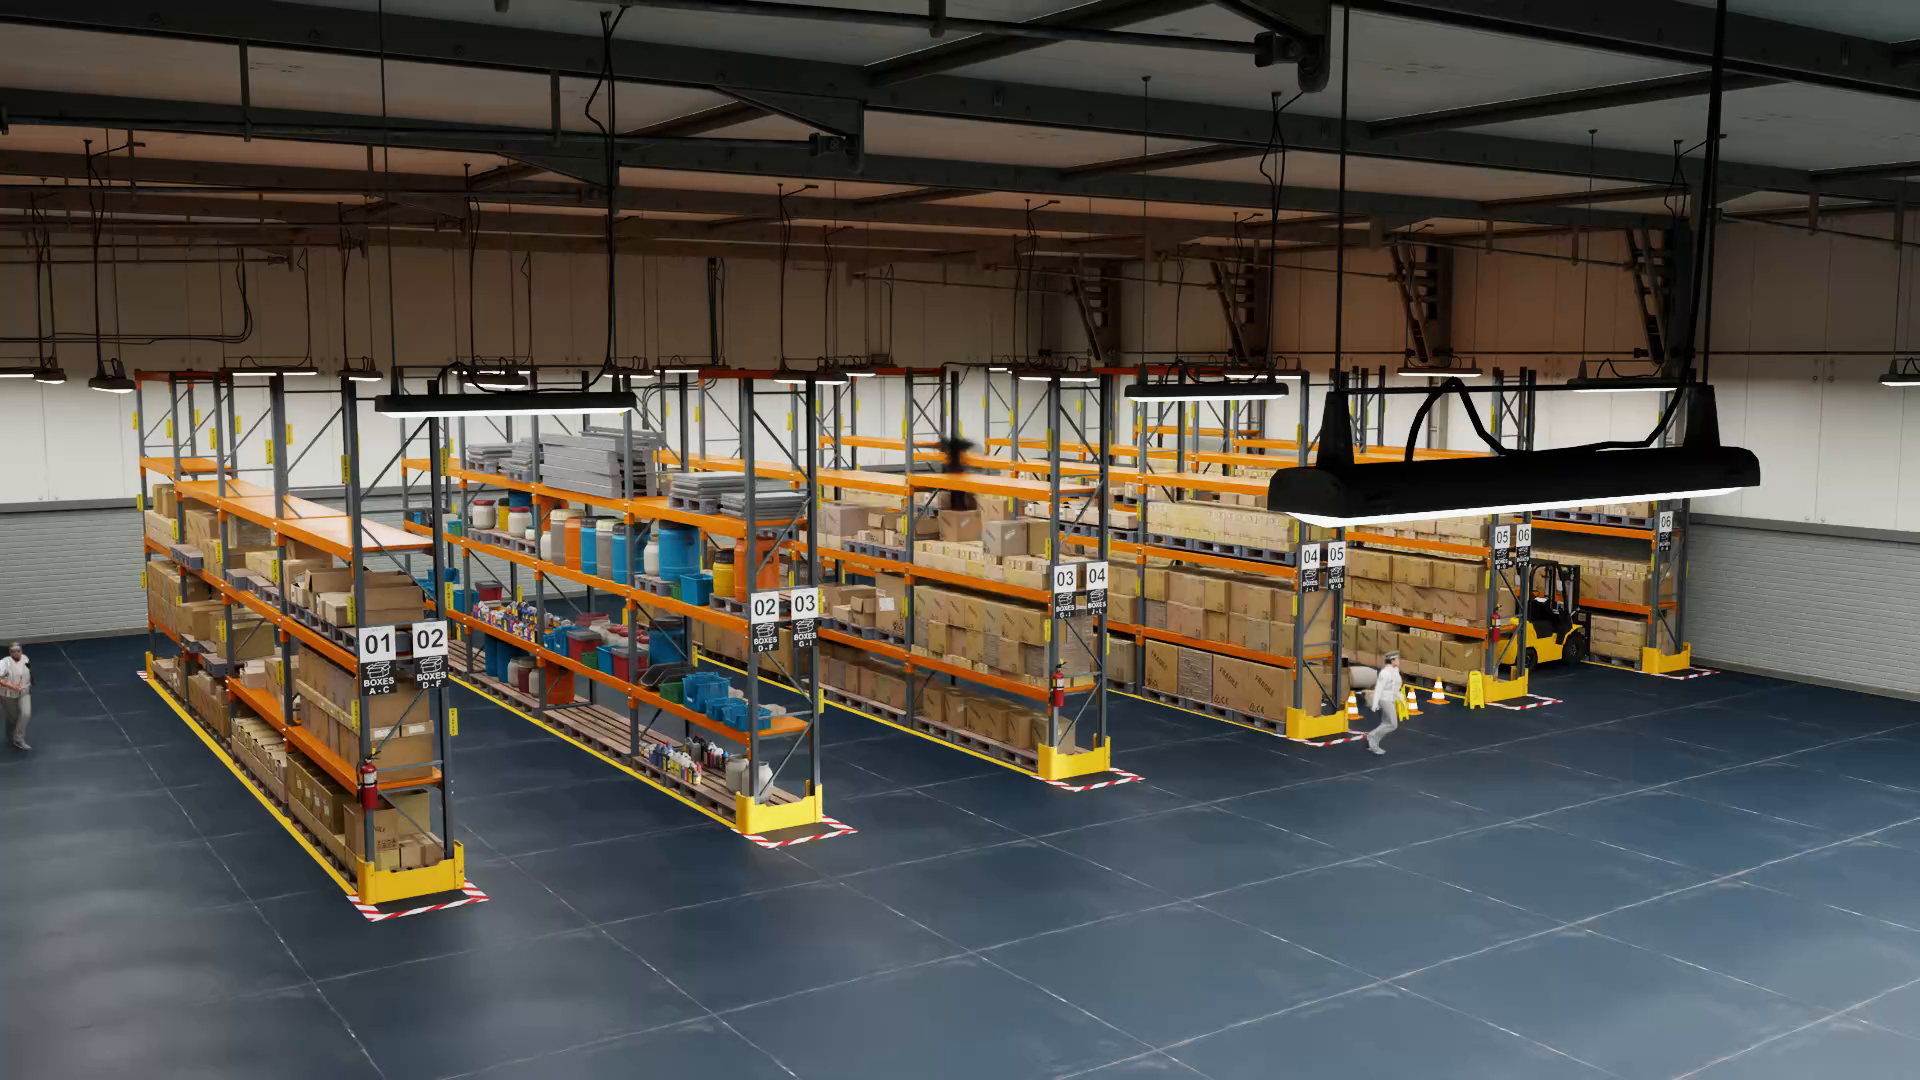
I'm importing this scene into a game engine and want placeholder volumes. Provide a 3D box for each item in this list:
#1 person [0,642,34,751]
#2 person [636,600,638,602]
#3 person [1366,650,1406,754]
[{"bbox_3d":[-15.198,2.468,26.662,0.832,1.753,0.641,5,8,39],"label":"person"},{"bbox_3d":[-7.665,0.948,40.178,0.624,1.724,0.713,3,7,25],"label":"person"},{"bbox_3d":[6.744,2.553,26.288,0.543,1.663,0.600,4,7,29],"label":"person"}]
